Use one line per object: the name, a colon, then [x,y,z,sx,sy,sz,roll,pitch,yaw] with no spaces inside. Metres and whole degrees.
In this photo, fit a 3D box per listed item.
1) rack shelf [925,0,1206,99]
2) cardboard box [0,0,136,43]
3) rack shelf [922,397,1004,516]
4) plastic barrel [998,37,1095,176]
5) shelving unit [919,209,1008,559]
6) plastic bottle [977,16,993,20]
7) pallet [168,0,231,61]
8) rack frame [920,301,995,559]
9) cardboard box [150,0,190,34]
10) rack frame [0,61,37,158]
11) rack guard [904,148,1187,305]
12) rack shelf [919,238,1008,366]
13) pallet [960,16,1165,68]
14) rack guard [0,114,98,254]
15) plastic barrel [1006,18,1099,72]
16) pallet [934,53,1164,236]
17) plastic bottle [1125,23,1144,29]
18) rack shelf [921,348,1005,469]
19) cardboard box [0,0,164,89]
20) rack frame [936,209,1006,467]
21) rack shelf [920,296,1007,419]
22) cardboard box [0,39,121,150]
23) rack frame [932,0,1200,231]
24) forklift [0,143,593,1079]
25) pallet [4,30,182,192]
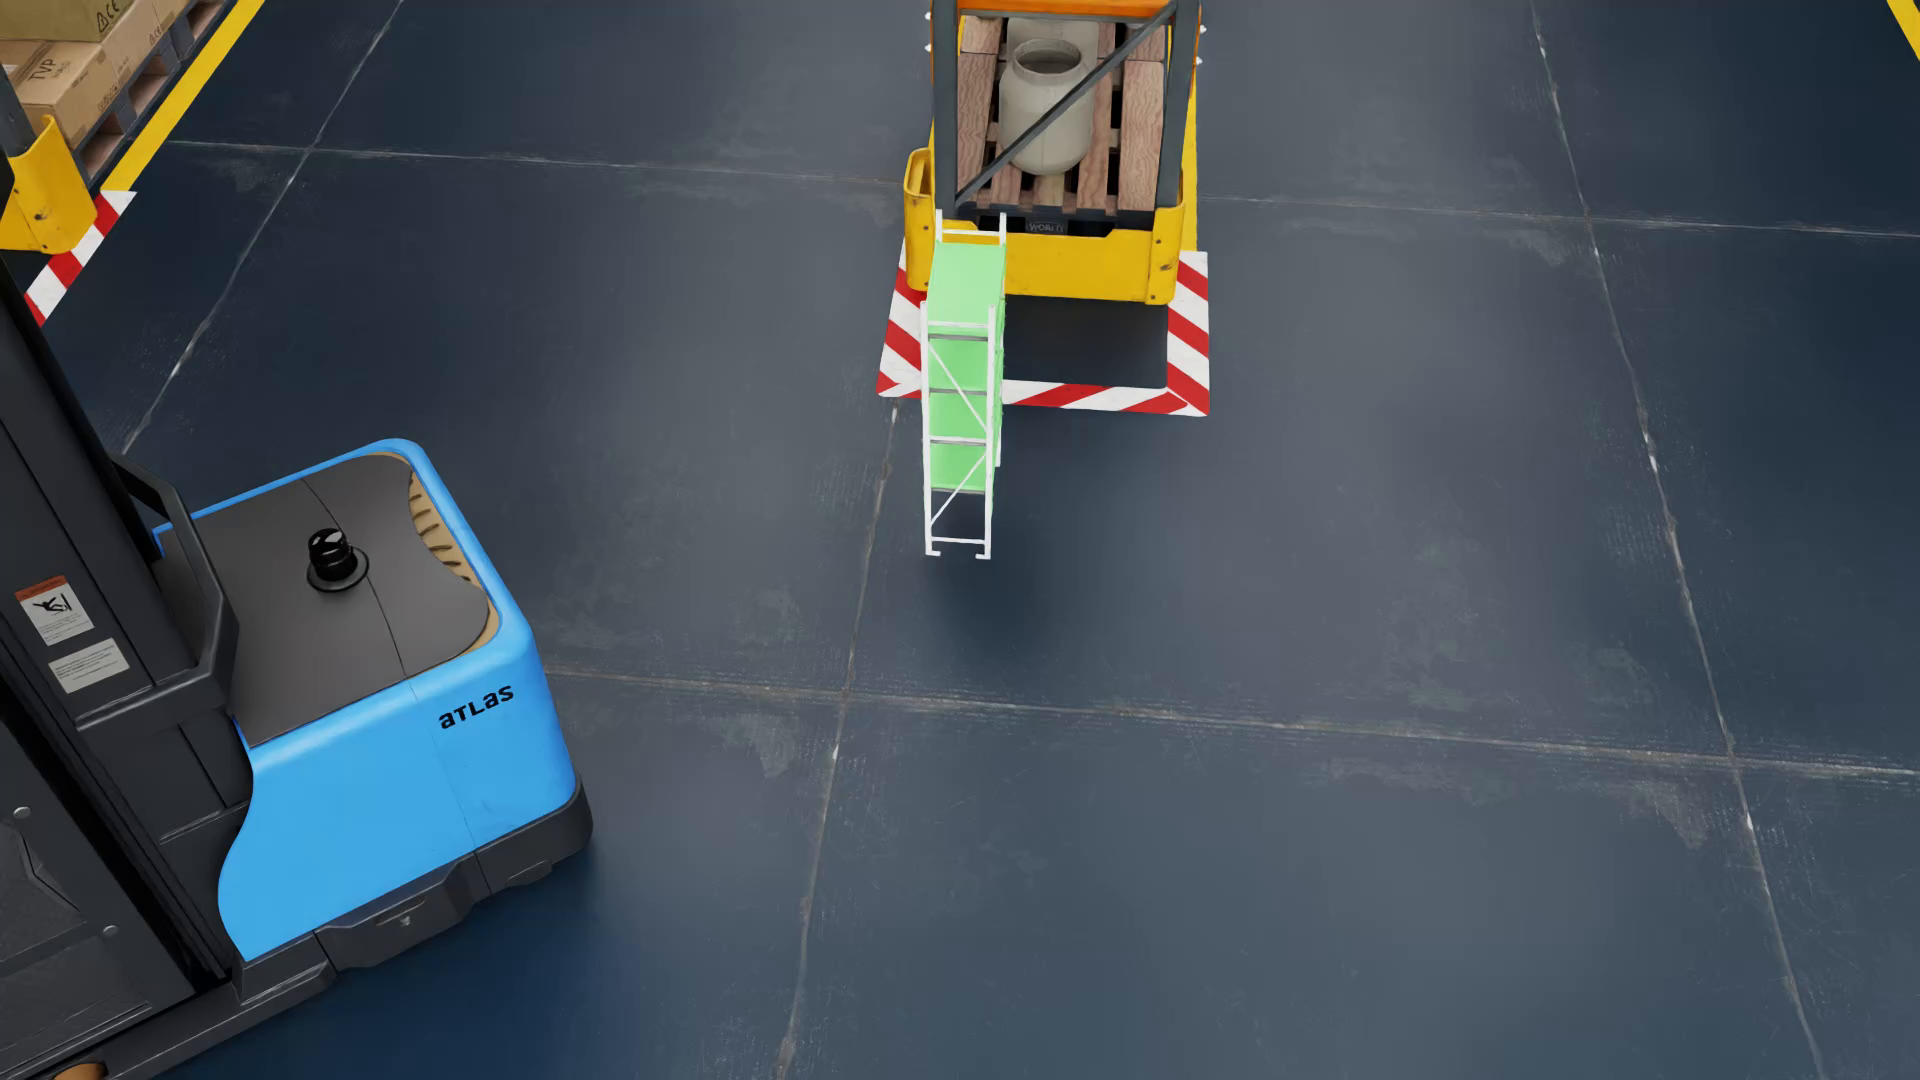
rack shelf: [0.580,-3.357,7.775,1.077,0.370,4.000,4,48,4]
cardboard box: [-4.220,-2.680,7.739,0.500,0.500,0.500,4,48,4]
rack shelf: [0.015,-0.321,6.143,0.258,0.148,0.480,4,48,4]
plastic barrel: [0.382,-1.921,7.376,0.421,0.512,0.421,0,48,0]
shelving unit: [0.015,-0.527,5.919,0.258,1.200,0.503,4,48,4]
plastic bottle: [0.129,-2.713,8.297,0.097,0.201,0.097,0,48,0]
pallet: [-4.393,-2.984,8.836,1.003,0.211,1.213,4,48,4]
rack frame: [-0.007,-0.347,5.755,0.240,1.200,0.015,4,48,4]
cardboard box: [-4.176,-2.794,8.352,0.500,0.250,0.500,4,48,4]
rack frame: [-4.534,-2.466,6.473,1.000,3.000,0.127,4,48,4]
rack guard: [0.358,-1.346,7.142,1.175,0.500,0.348,4,48,4]
rack shelf: [0.015,-0.807,5.611,0.258,0.148,0.480,4,48,4]
pallet: [0.551,-2.739,8.612,1.003,0.211,1.213,4,48,4]
rack guard: [-4.537,-1.605,7.379,1.175,0.500,0.348,4,48,4]
plastic barrel: [0.427,-2.289,7.713,0.421,0.512,0.421,0,48,0]
pallet: [0.437,-1.845,7.794,1.003,0.211,1.213,4,48,4]
plastic bottle: [0.873,-2.669,8.209,0.097,0.271,0.097,0,48,0]
rack shelf: [0.015,-0.483,5.966,0.258,0.148,0.480,4,48,4]
cardboard box: [-4.222,-2.427,8.015,0.500,0.250,0.500,4,48,4]
rack frame: [0.037,-0.706,6.083,0.240,1.200,0.015,4,48,4]
rack shelf: [0.015,-0.645,5.789,0.258,0.148,0.480,4,48,4]
cardboard box: [-4.264,-2.059,7.679,0.500,0.250,0.500,4,48,4]
rack frame: [0.398,-2.130,6.166,1.000,3.000,0.127,4,48,4]
forklift: [-2.688,0.285,4.003,3.031,2.935,1.130,-25,52,-21]
pallet: [-4.507,-2.090,8.018,1.003,0.211,1.213,4,48,4]
